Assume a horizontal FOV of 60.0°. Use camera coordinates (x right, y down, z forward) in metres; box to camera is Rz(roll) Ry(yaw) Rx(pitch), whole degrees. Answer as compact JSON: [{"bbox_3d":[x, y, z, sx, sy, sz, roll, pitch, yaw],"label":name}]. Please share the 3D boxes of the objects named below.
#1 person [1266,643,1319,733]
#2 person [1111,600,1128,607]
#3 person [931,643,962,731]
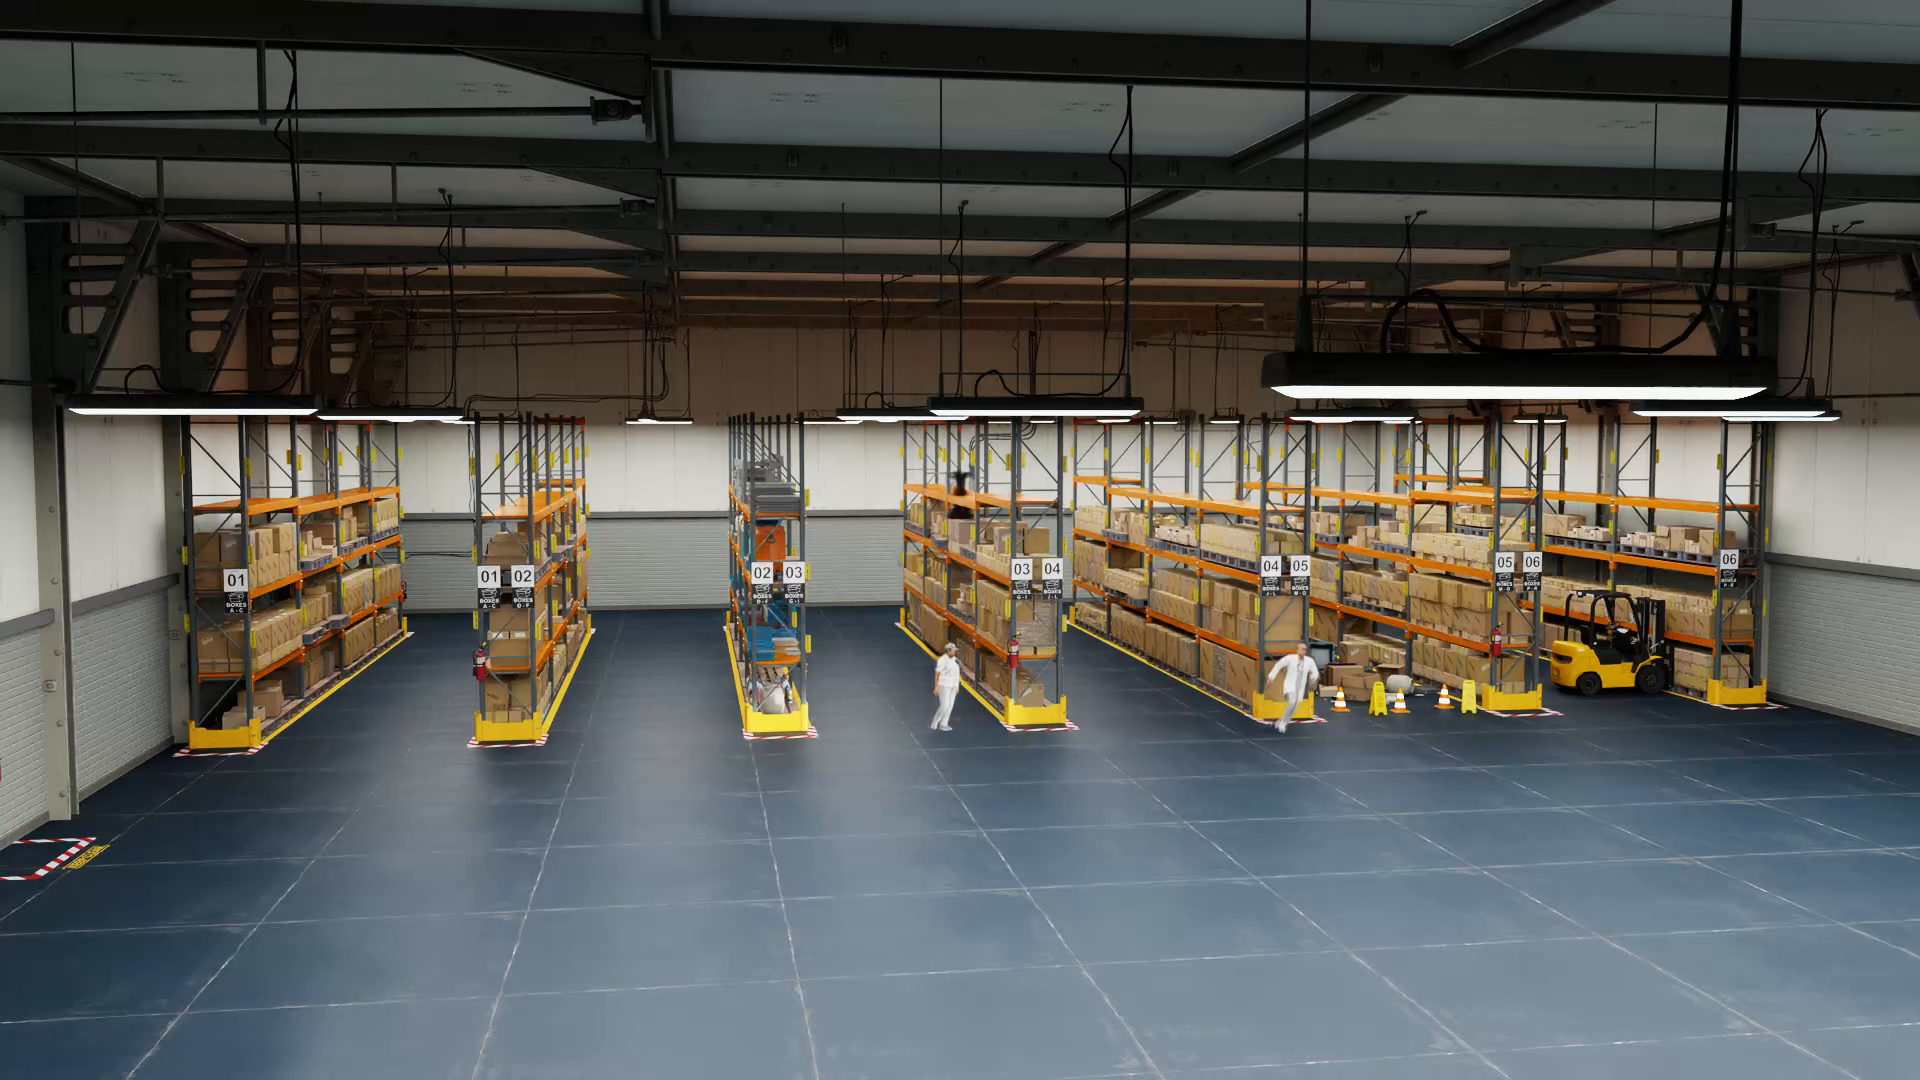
[{"bbox_3d":[6.293,2.825,31.166,0.867,1.600,0.760,-1,4,-18],"label":"person"},{"bbox_3d":[4.795,1.447,49.965,0.680,1.754,0.685,-1,4,-14],"label":"person"},{"bbox_3d":[-0.271,2.761,31.269,0.468,1.654,0.583,4,5,43],"label":"person"}]
